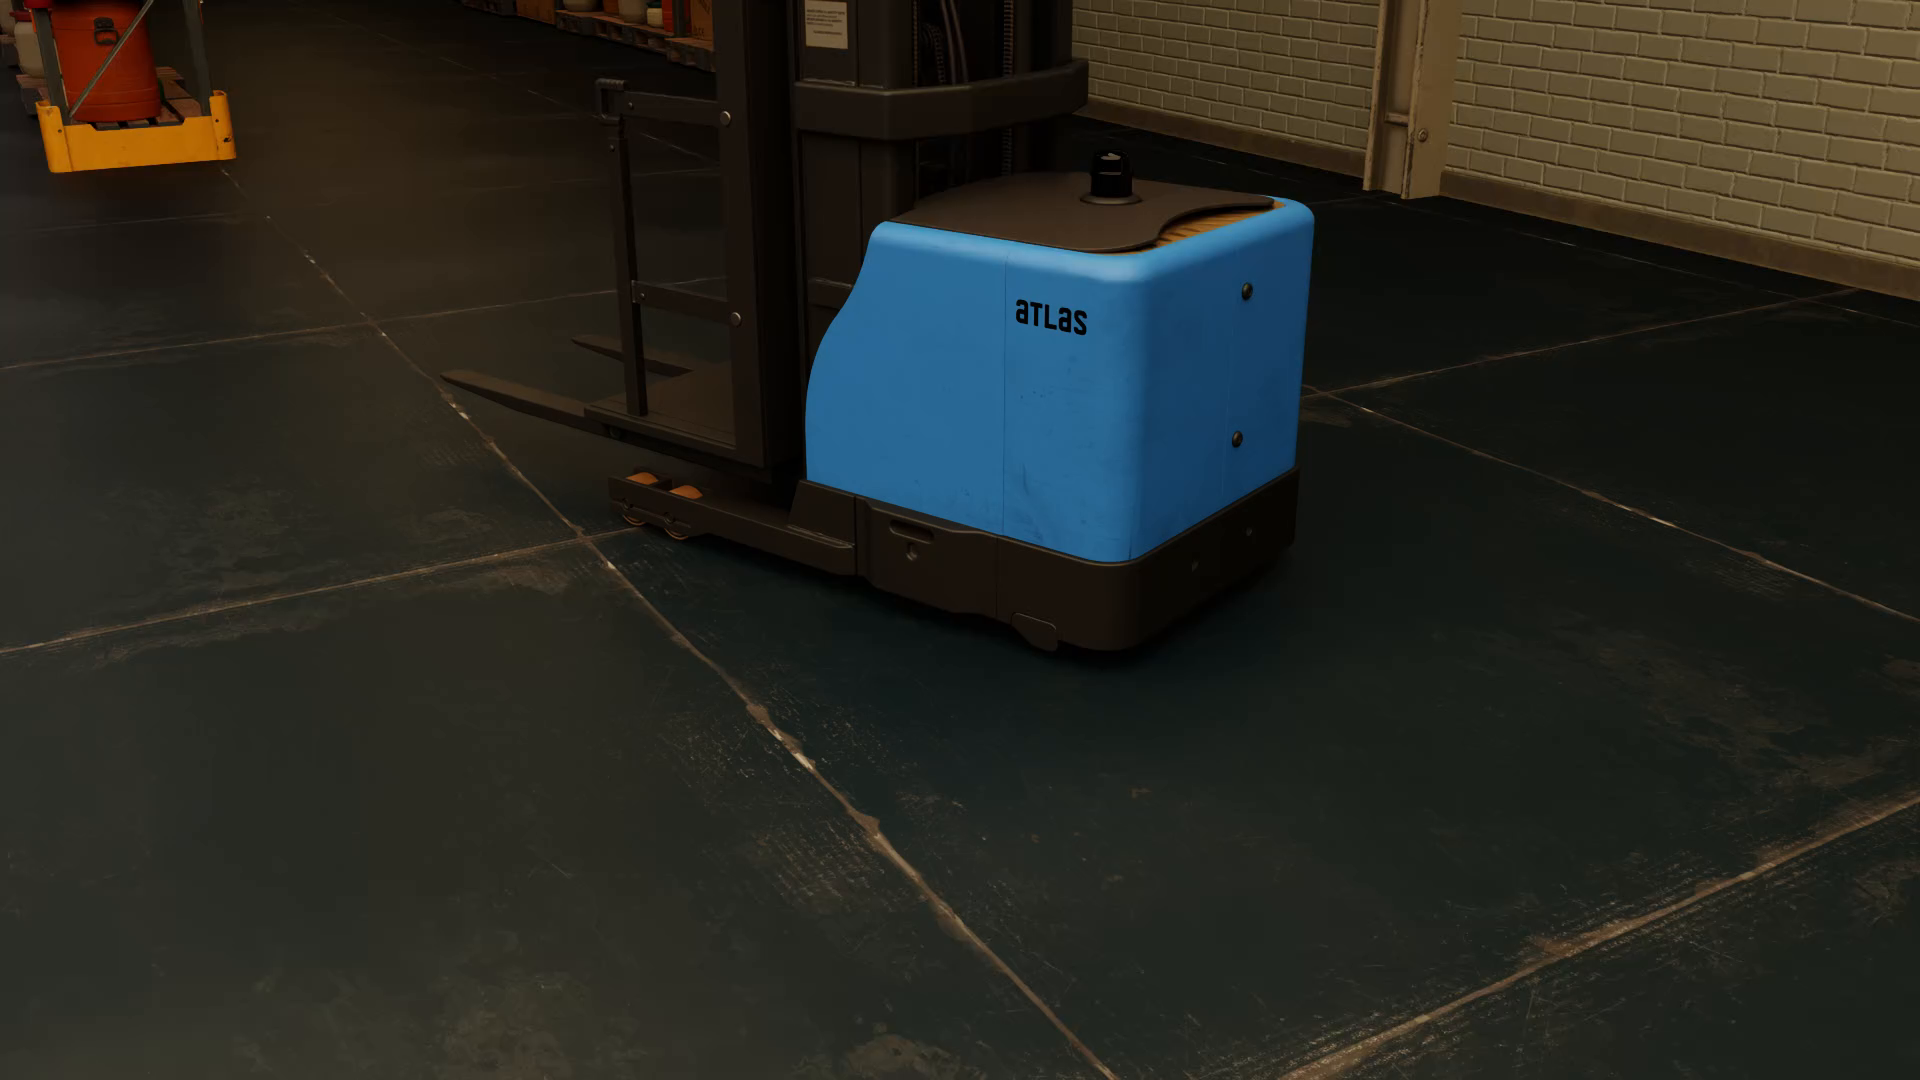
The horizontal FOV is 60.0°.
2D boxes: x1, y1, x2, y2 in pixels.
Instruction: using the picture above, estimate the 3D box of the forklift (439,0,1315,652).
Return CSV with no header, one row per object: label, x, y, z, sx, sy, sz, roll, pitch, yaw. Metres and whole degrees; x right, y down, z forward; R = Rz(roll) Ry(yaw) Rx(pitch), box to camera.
forklift,-0.481,-1.497,4.922,3.031,2.935,1.130,16,27,34
